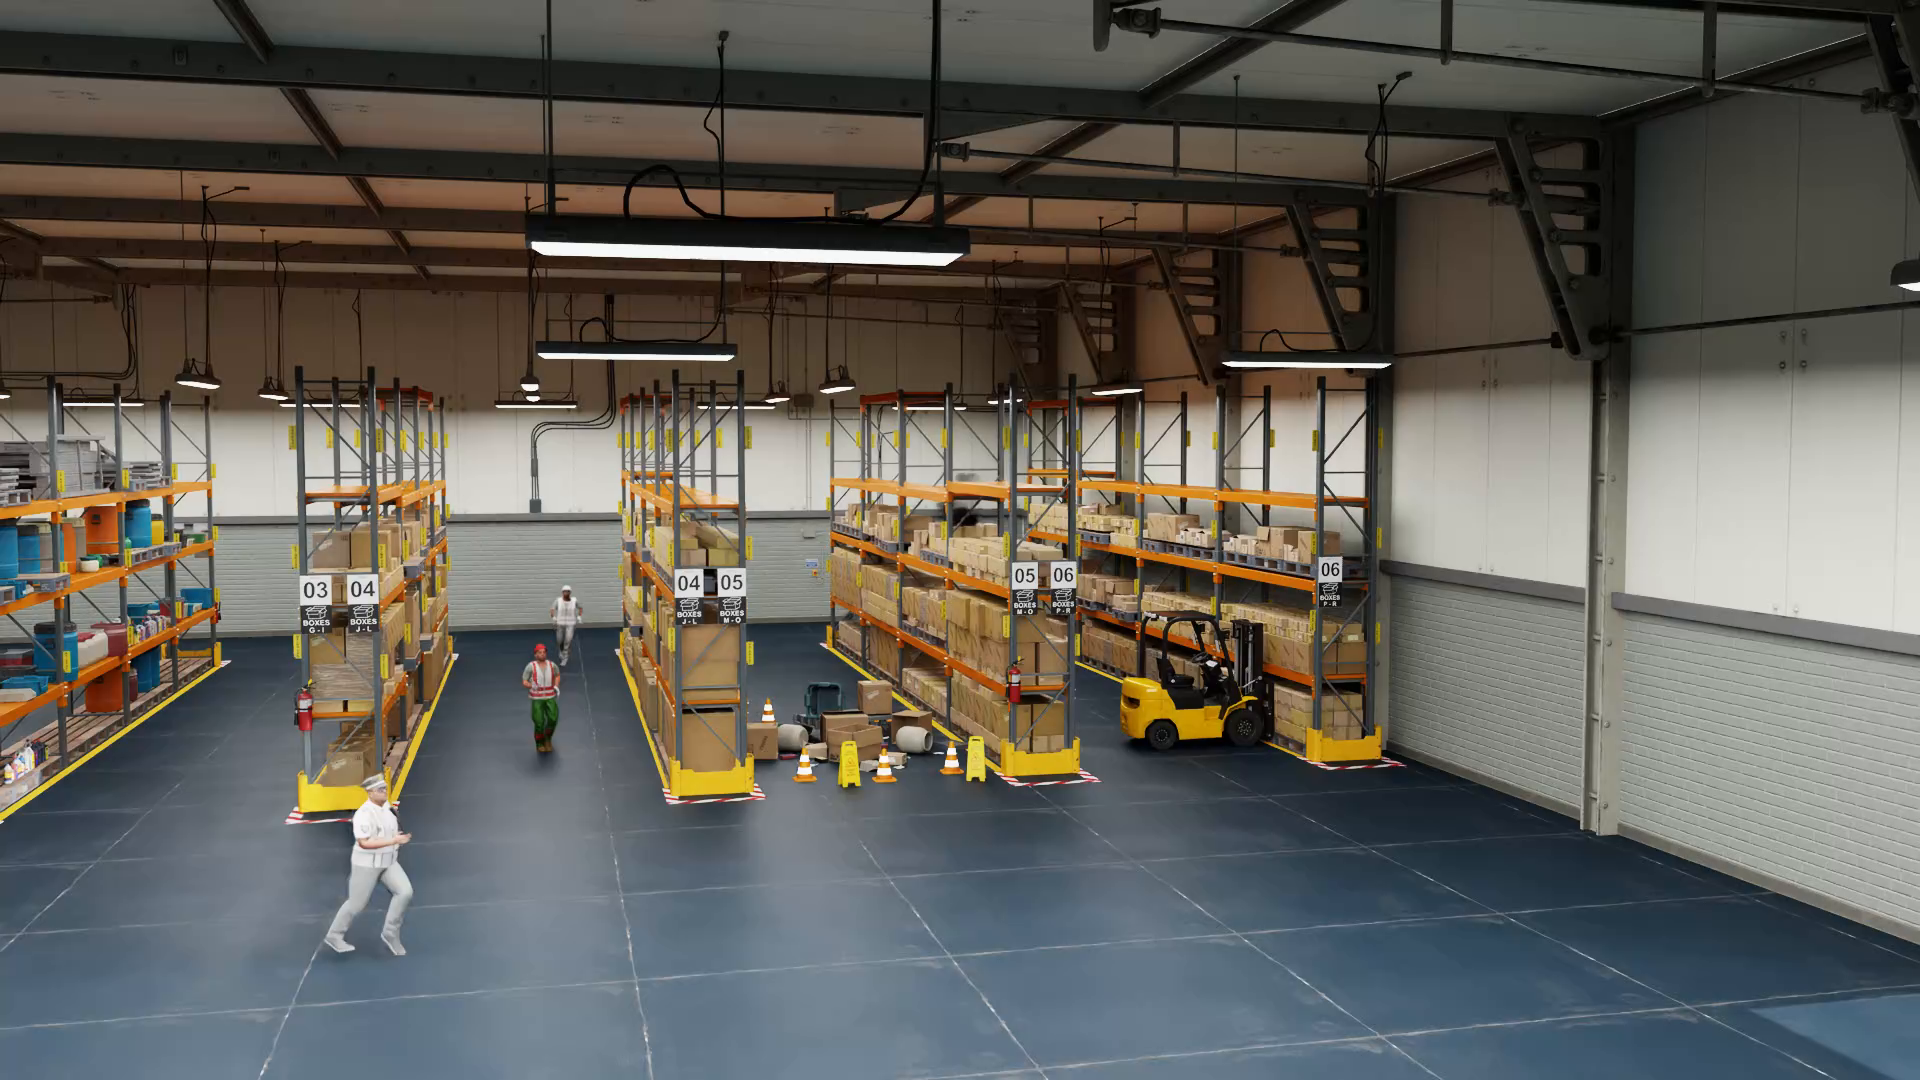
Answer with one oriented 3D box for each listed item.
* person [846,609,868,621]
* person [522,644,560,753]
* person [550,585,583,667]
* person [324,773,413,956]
[{"bbox_3d":[-2.655,1.616,41.732,0.905,1.752,0.766,1,4,20],"label":"person"},{"bbox_3d":[-6.615,2.534,26.449,0.639,1.756,0.609,-2,4,-26],"label":"person"},{"bbox_3d":[-8.818,1.904,37.278,0.713,1.782,0.927,-1,3,-11],"label":"person"},{"bbox_3d":[-5.696,3.161,16.155,0.911,1.832,0.673,1,4,15],"label":"person"}]
